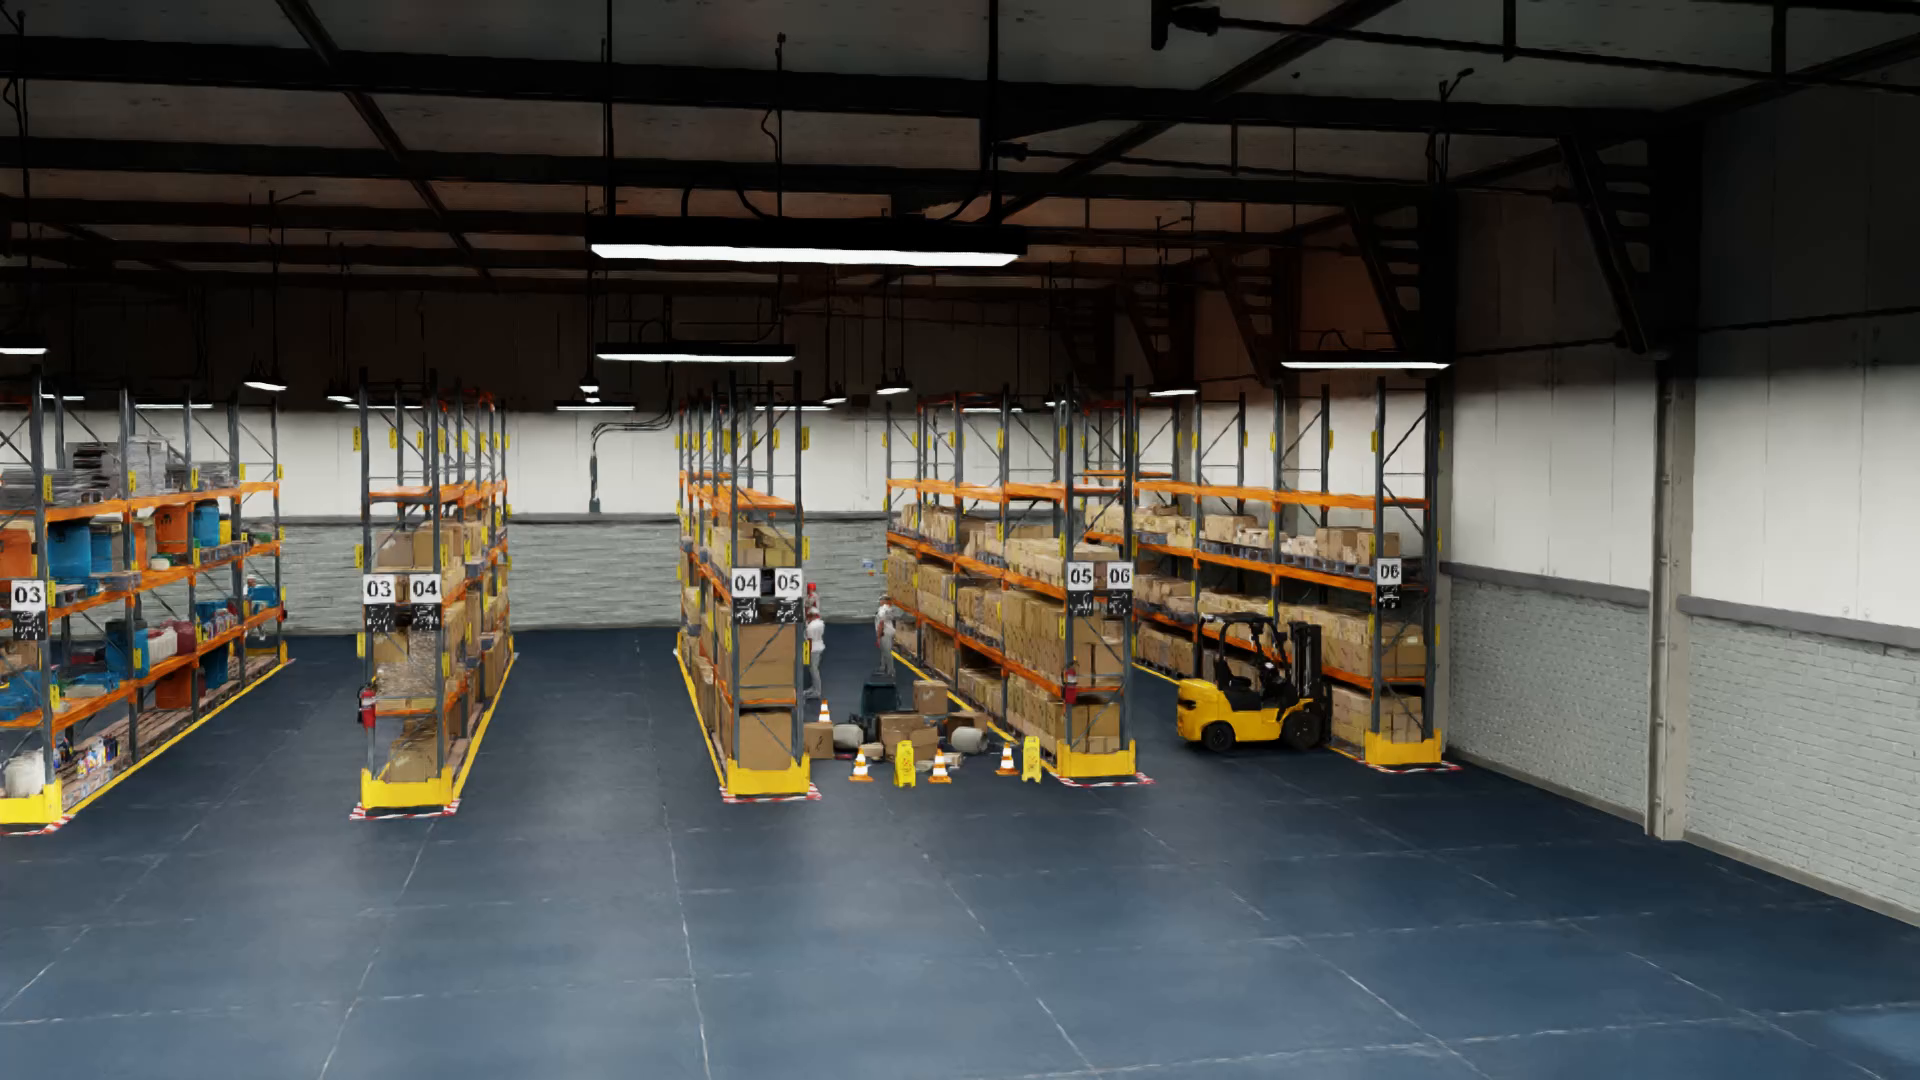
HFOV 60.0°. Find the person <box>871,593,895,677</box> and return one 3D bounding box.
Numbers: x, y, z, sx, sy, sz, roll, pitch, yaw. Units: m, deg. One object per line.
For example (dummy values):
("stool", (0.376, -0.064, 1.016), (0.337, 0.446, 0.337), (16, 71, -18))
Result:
("person", (-1.630, 2.011, 35.341), (0.593, 1.744, 0.651), (1, 3, 13))

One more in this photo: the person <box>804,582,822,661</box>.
("person", (-3.405, 1.841, 37.888), (0.594, 1.785, 0.670), (0, 3, 7))

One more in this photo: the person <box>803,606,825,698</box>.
("person", (-2.901, 2.172, 32.483), (0.497, 1.765, 0.625), (1, 4, 19))

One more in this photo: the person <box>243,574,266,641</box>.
("person", (-17.451, 1.690, 41.002), (0.553, 1.724, 1.036), (0, 3, -4))
